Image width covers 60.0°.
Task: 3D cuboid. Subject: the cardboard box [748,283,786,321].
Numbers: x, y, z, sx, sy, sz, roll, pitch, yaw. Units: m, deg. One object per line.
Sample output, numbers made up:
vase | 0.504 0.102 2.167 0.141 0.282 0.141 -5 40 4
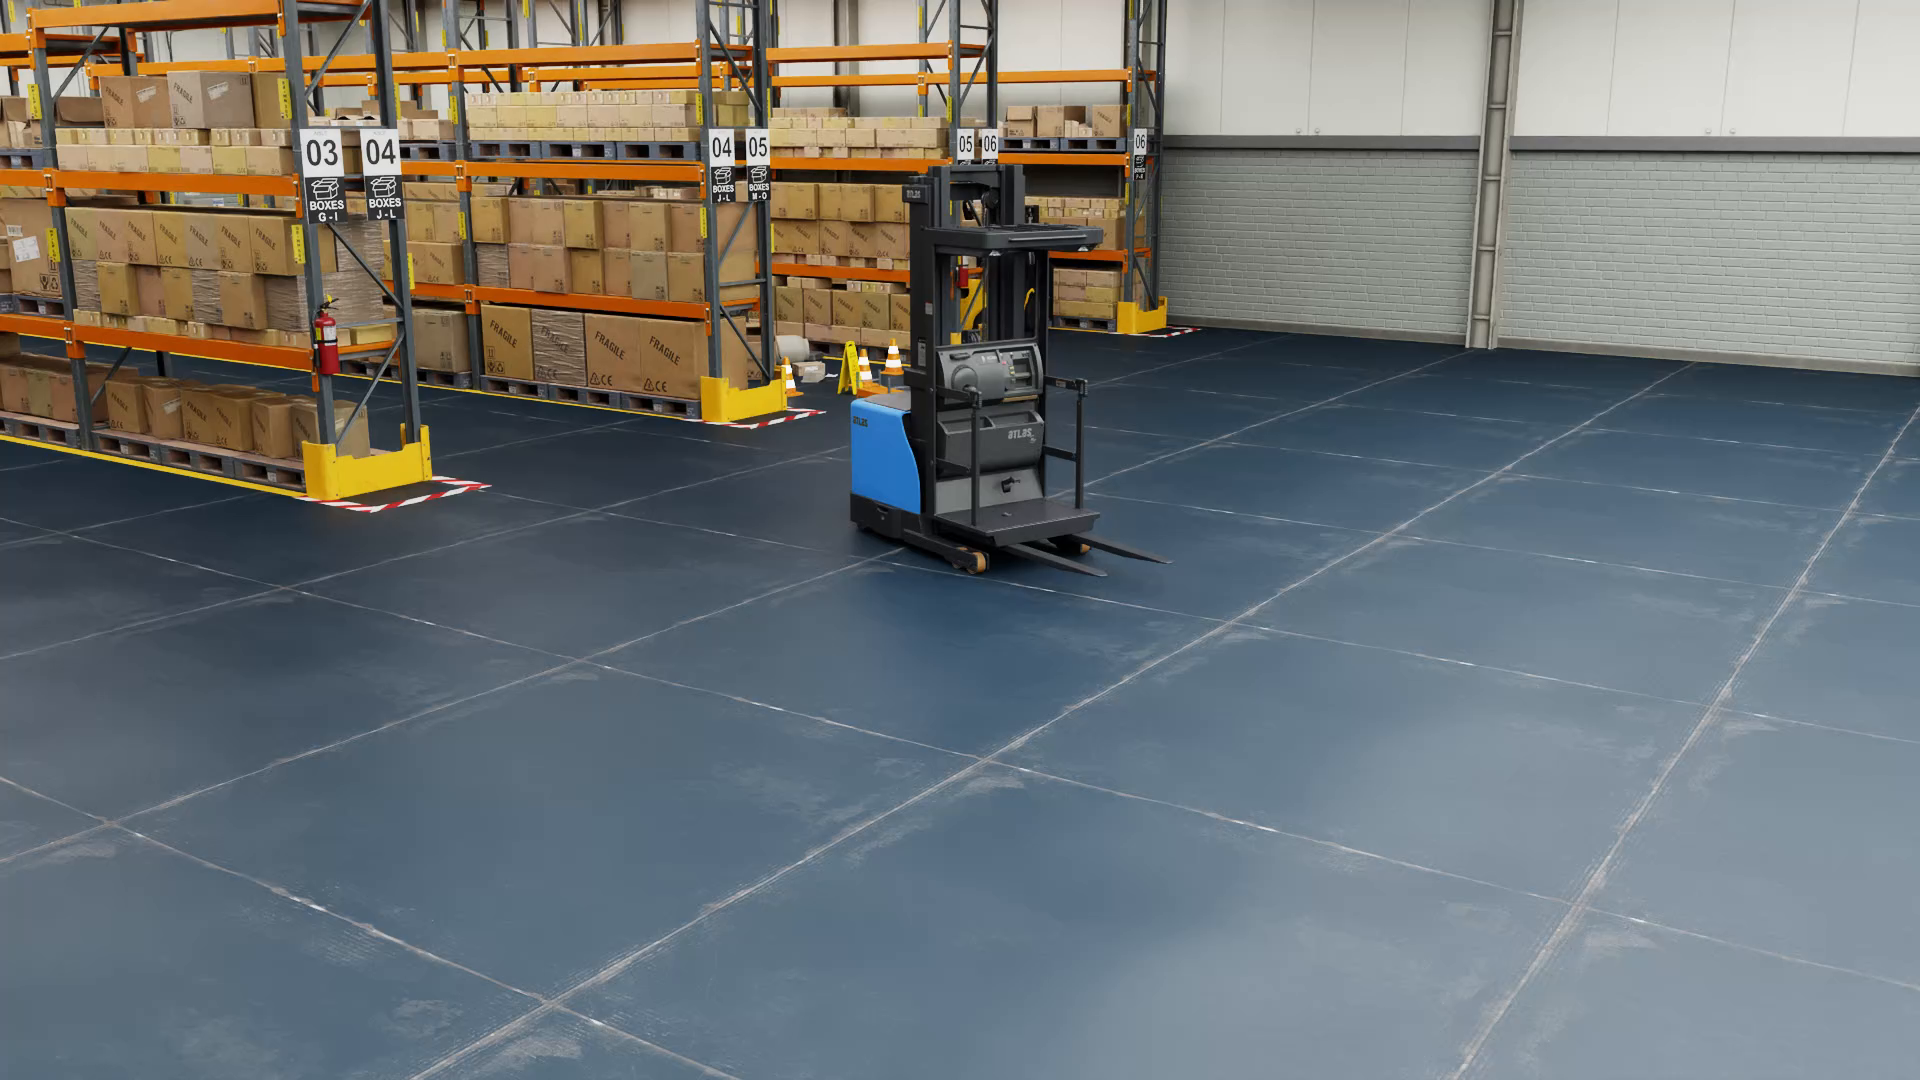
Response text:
cardboard box | -2.794 -3.541 24.671 0.500 0.500 0.500 10 17 35

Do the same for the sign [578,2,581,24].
sign | -6.157 -8.490 26.785 0.005 0.325 0.100 9 17 33

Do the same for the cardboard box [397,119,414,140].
cardboard box | -6.959 -5.197 21.064 0.500 0.250 0.500 9 17 32

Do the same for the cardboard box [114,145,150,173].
cardboard box | -7.585 -3.598 15.684 0.500 0.250 0.500 8 16 31

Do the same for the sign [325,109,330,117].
sign | -8.814 -5.831 23.154 0.005 0.325 0.100 9 17 33

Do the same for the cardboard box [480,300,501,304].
cardboard box | -7.716 -4.379 28.318 0.875 0.875 0.875 9 17 33

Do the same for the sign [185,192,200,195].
sign | -16.691 -7.618 36.137 0.001 0.242 0.339 9 17 33

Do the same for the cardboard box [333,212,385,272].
cardboard box | -5.649 -2.734 15.219 0.500 0.500 0.500 9 17 33

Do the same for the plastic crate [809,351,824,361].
plastic crate | -2.288 -2.649 23.858 0.583 0.080 0.402 3 14 14

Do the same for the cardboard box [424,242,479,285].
cardboard box | -6.394 -3.505 21.032 0.500 0.500 0.500 9 17 32

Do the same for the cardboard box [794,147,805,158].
cardboard box | -2.157 -5.547 23.768 0.250 0.149 0.380 9 16 31

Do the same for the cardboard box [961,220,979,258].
cardboard box | -0.052 -4.216 23.284 0.500 0.500 0.500 9 16 32

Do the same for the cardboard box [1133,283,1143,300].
cardboard box | 2.679 -4.110 27.493 0.500 0.250 0.500 10 17 34

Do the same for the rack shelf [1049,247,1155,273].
rack shelf | 1.294 -4.813 28.022 4.000 0.370 1.077 9 17 33

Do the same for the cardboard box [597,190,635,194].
cardboard box | -6.727 -6.646 32.848 0.500 0.500 0.700 10 17 34

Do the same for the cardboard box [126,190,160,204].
cardboard box | -12.688 -5.300 25.583 0.500 0.500 0.500 10 17 34

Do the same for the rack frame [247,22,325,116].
rack frame | -9.131 -6.888 22.423 0.127 3.000 1.000 9 17 33

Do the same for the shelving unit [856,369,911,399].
shelving unit | -0.638 -0.814 14.114 0.258 1.200 0.503 -10 17 -34

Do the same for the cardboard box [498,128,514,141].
cardboard box | -5.277 -4.842 19.838 0.250 0.149 0.380 9 17 33

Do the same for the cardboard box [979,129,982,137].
cardboard box | 0.475 -6.793 27.722 0.250 0.149 0.380 10 17 34

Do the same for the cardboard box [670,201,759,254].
cardboard box | -2.779 -3.558 18.894 0.550 0.550 0.875 9 17 33

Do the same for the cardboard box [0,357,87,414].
cardboard box | -10.011 -1.694 18.210 0.500 0.500 0.700 8 16 28

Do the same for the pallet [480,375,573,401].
pallet | -5.224 -1.969 20.837 1.213 0.211 1.003 9 17 33

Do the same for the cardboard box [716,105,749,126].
cardboard box | -2.750 -4.799 18.837 0.500 0.250 0.500 9 17 33

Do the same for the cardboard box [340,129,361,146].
cardboard box | -5.444 -3.588 14.814 0.250 0.149 0.380 9 17 32

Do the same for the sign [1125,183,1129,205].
sign | 2.639 -5.465 26.254 0.005 0.325 0.100 9 17 33

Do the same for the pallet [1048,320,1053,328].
pallet | 1.287 -3.799 28.229 1.213 0.211 1.003 9 17 33

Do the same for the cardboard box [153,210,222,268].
cardboard box | -7.181 -2.833 15.617 0.500 0.500 0.500 9 17 33

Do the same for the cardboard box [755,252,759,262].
cardboard box | -2.812 -4.189 24.525 0.250 0.149 0.380 10 17 34

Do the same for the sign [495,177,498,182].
sign | -9.997 -7.863 35.779 0.005 0.325 0.100 9 17 33

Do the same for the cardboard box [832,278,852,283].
cardboard box | -2.069 -4.755 30.359 0.625 0.625 0.875 8 16 31

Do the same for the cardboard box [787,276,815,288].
cardboard box | -2.296 -3.758 24.200 0.250 0.149 0.380 10 17 35

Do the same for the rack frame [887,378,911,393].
rack frame | -0.497 -0.766 13.921 0.240 1.200 0.015 -10 17 -34

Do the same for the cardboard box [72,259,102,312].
cardboard box | -8.325 -2.585 16.695 0.500 0.500 0.875 9 17 33

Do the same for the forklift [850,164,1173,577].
forklift | 0.361 -1.301 12.478 1.130 2.935 3.031 -10 17 -34

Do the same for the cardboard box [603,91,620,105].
cardboard box | -3.803 -4.991 18.781 0.250 0.149 0.380 9 17 33

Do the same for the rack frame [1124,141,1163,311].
rack frame | 2.954 -4.894 26.852 0.127 3.000 1.000 9 17 33

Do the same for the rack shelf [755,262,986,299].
rack shelf | -1.473 -3.823 24.021 4.000 0.370 1.077 9 17 33

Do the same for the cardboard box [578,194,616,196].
cardboard box | -5.919 -5.368 27.065 0.500 0.500 0.500 9 16 31

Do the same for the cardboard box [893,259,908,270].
cardboard box | -0.716 -3.840 23.116 0.250 0.149 0.380 9 16 32

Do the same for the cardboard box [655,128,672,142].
cardboard box | -3.166 -4.501 18.461 0.250 0.149 0.380 9 17 33

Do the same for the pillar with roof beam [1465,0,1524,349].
pillar with roof beam | 5.455 -6.416 20.516 0.400 9.000 9.100 9 17 33

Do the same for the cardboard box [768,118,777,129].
cardboard box | -2.607 -5.988 23.891 0.250 0.149 0.380 9 16 31

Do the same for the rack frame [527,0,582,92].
rack frame | -6.452 -7.889 26.465 0.127 3.000 1.000 9 17 33

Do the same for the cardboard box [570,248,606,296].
cardboard box | -4.152 -3.249 19.895 0.500 0.550 0.875 9 17 33

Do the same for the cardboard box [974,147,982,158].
cardboard box | 0.092 -5.347 22.962 0.250 0.149 0.380 9 17 33

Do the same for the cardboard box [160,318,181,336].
cardboard box | -7.401 -2.055 15.906 0.250 0.149 0.380 9 17 33

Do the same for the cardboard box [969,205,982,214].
cardboard box | 0.363 -5.587 28.093 0.250 0.149 0.380 10 17 34

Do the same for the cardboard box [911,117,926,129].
cardboard box | -0.452 -5.654 22.542 0.250 0.149 0.380 10 17 34

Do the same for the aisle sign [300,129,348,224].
aisle sign | -5.460 -3.122 14.282 0.004 0.787 0.394 9 17 33

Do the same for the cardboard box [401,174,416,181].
cardboard box | -9.888 -6.456 29.522 0.250 0.149 0.380 9 16 32

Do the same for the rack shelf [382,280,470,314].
rack shelf | -7.471 -3.359 22.147 4.000 0.370 1.077 9 17 33

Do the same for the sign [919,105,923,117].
sign | -0.660 -7.181 28.116 0.005 0.325 0.100 9 17 33

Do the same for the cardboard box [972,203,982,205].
cardboard box | 0.374 -5.732 28.059 0.250 0.149 0.380 10 17 34

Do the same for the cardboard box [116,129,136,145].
cardboard box | -7.694 -3.796 15.656 0.250 0.149 0.380 9 16 32

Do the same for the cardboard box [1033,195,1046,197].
cardboard box | 1.305 -5.737 28.081 0.250 0.149 0.380 10 17 34
